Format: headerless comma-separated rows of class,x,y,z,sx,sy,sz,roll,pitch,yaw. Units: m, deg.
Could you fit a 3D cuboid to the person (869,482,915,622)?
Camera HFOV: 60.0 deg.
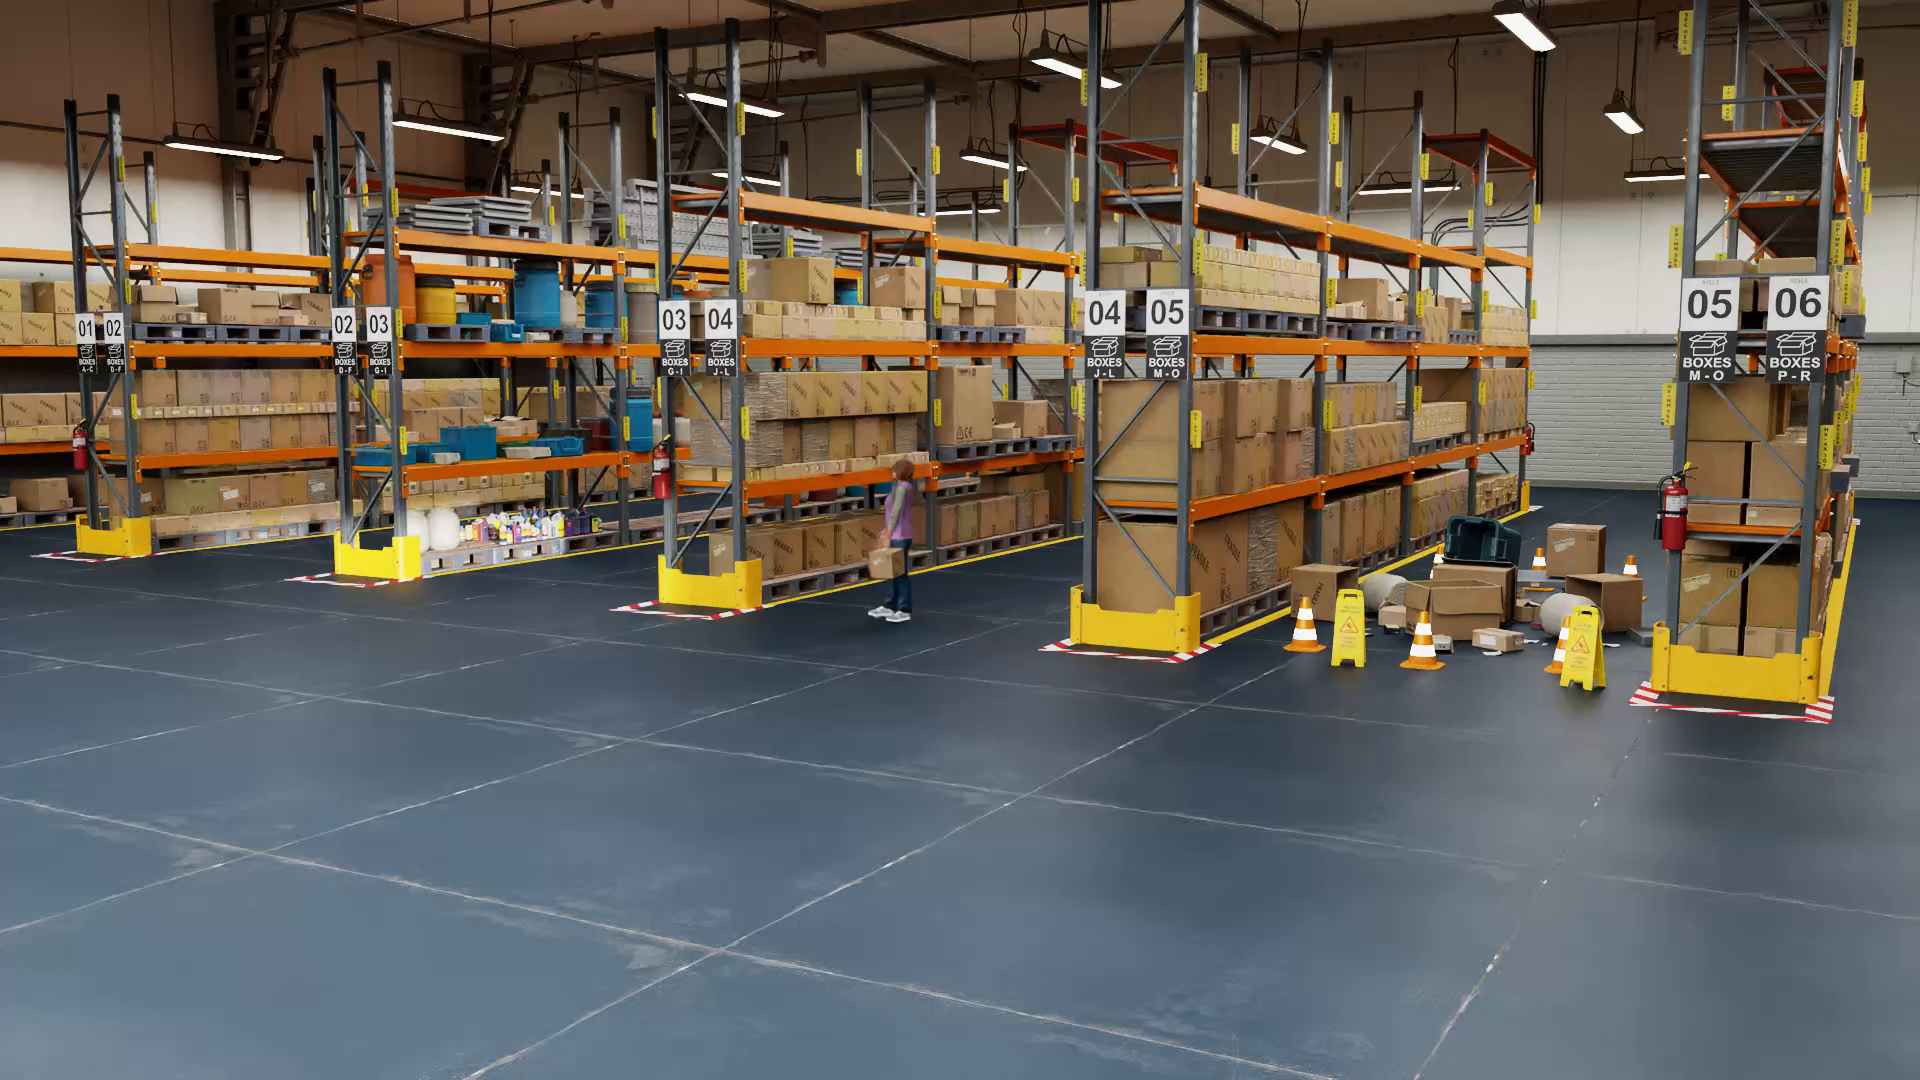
person,-0.680,0.109,16.457,0.472,1.377,0.377,0,6,1
